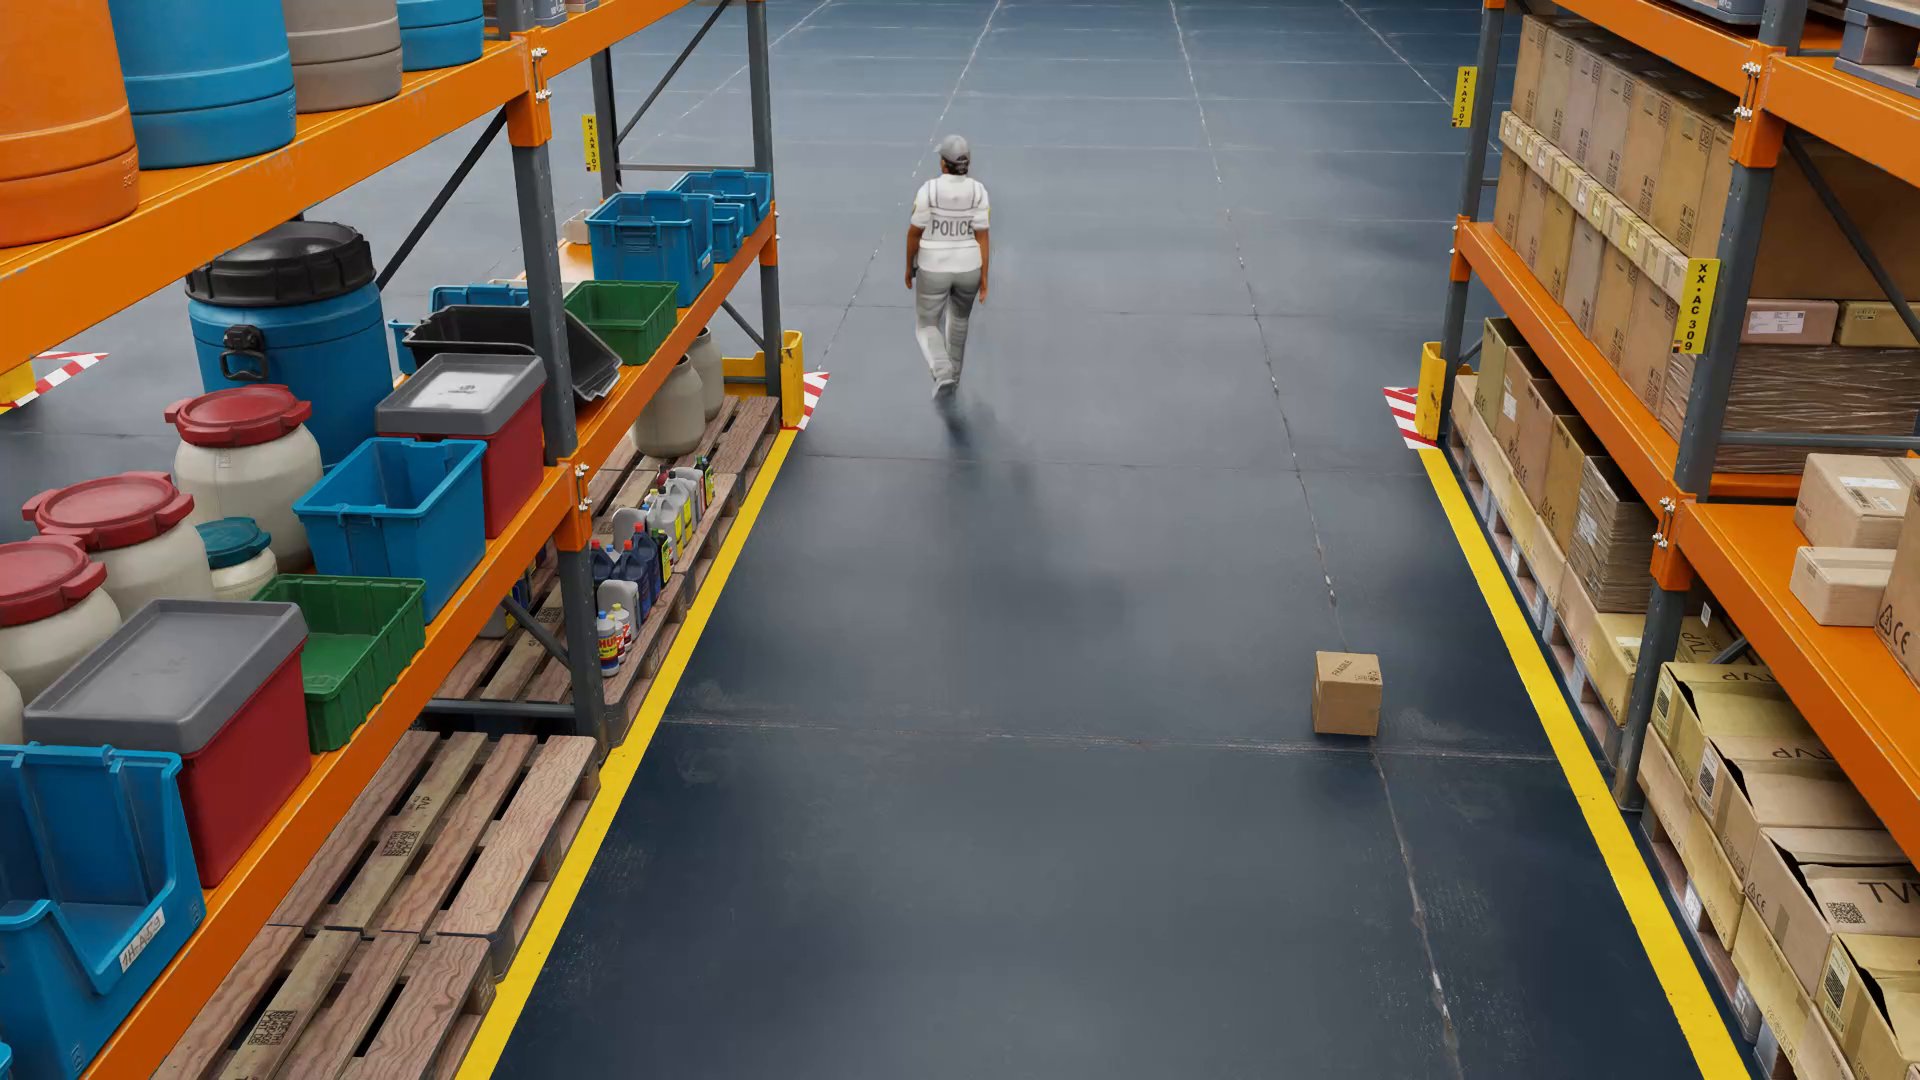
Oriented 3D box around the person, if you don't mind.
[{"bbox_3d":[-0.075,-1.650,10.175,0.490,1.626,0.869,-6,25,-13],"label":"person"}]
